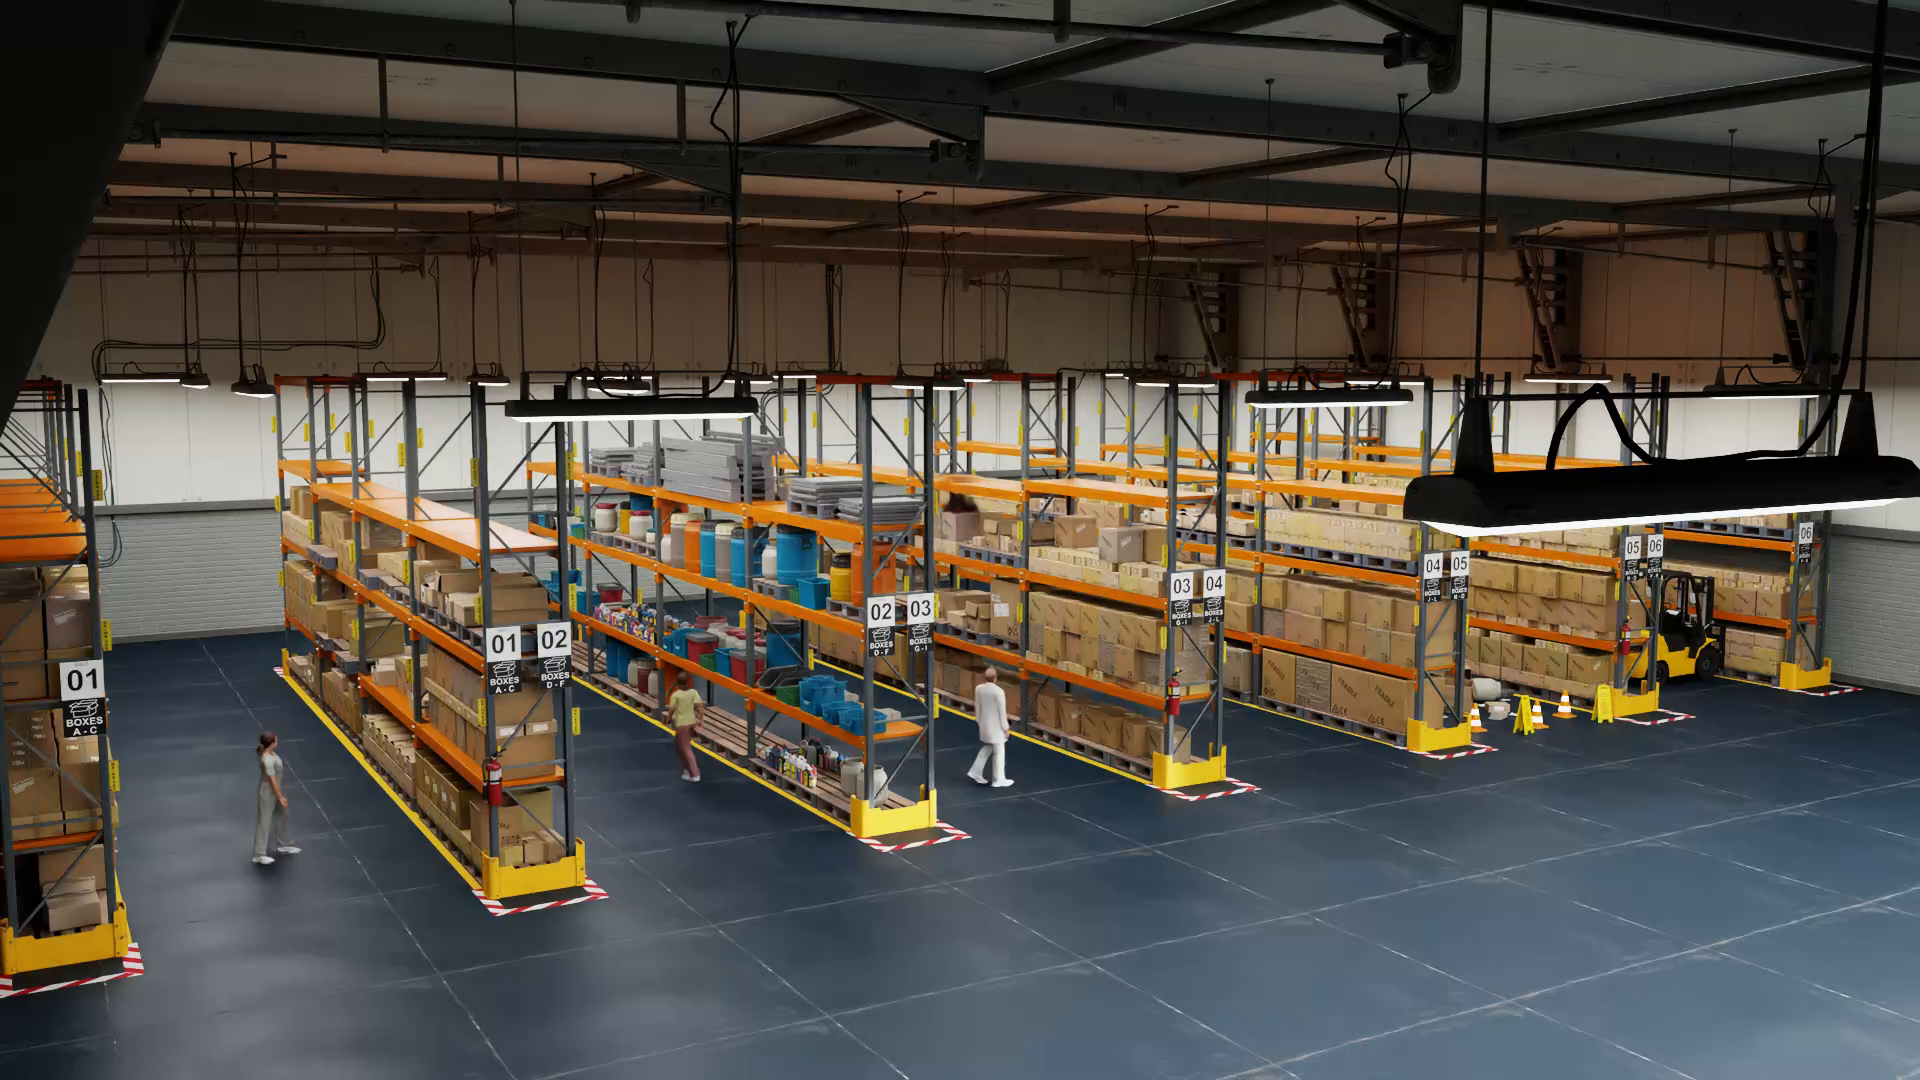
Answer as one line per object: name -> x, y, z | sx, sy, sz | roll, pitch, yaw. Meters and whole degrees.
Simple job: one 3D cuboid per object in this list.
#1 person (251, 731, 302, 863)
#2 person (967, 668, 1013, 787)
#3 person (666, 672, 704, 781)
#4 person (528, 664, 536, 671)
person -> -8.672, 3.222, 21.010 | 0.544, 1.691, 0.603 | -2, 6, -15
person -> 0.478, 2.769, 24.650 | 0.586, 1.799, 0.660 | -5, 8, -38
person -> -4.169, 2.817, 24.950 | 0.600, 1.711, 0.446 | 3, 7, 26
person -> -8.093, 2.058, 31.641 | 0.453, 1.617, 0.705 | -2, 6, -14
